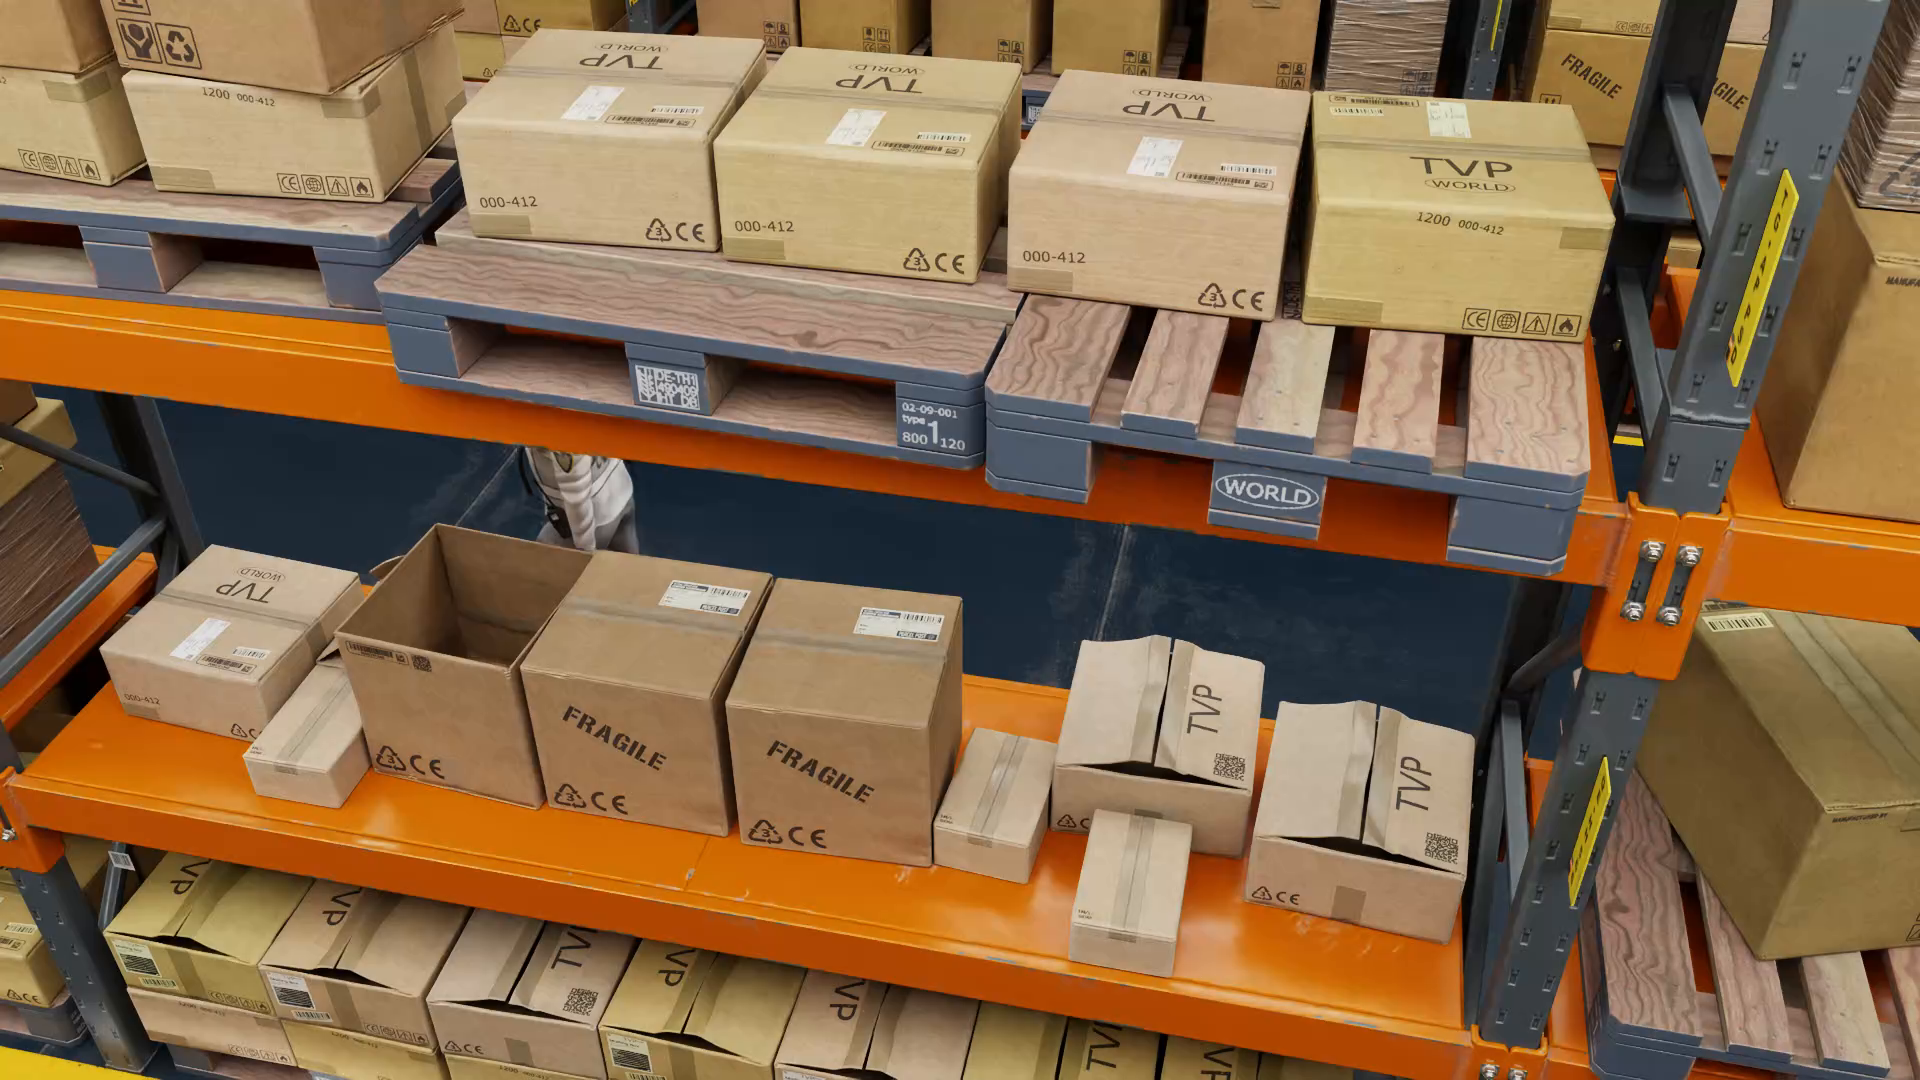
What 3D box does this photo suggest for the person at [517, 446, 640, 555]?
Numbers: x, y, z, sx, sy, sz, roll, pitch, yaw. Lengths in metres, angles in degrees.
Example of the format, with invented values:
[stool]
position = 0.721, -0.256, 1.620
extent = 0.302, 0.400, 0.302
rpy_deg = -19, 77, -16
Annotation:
[person]
position = -1.449, -0.093, 6.265
extent = 0.726, 1.722, 0.500
rpy_deg = 8, 38, 11
